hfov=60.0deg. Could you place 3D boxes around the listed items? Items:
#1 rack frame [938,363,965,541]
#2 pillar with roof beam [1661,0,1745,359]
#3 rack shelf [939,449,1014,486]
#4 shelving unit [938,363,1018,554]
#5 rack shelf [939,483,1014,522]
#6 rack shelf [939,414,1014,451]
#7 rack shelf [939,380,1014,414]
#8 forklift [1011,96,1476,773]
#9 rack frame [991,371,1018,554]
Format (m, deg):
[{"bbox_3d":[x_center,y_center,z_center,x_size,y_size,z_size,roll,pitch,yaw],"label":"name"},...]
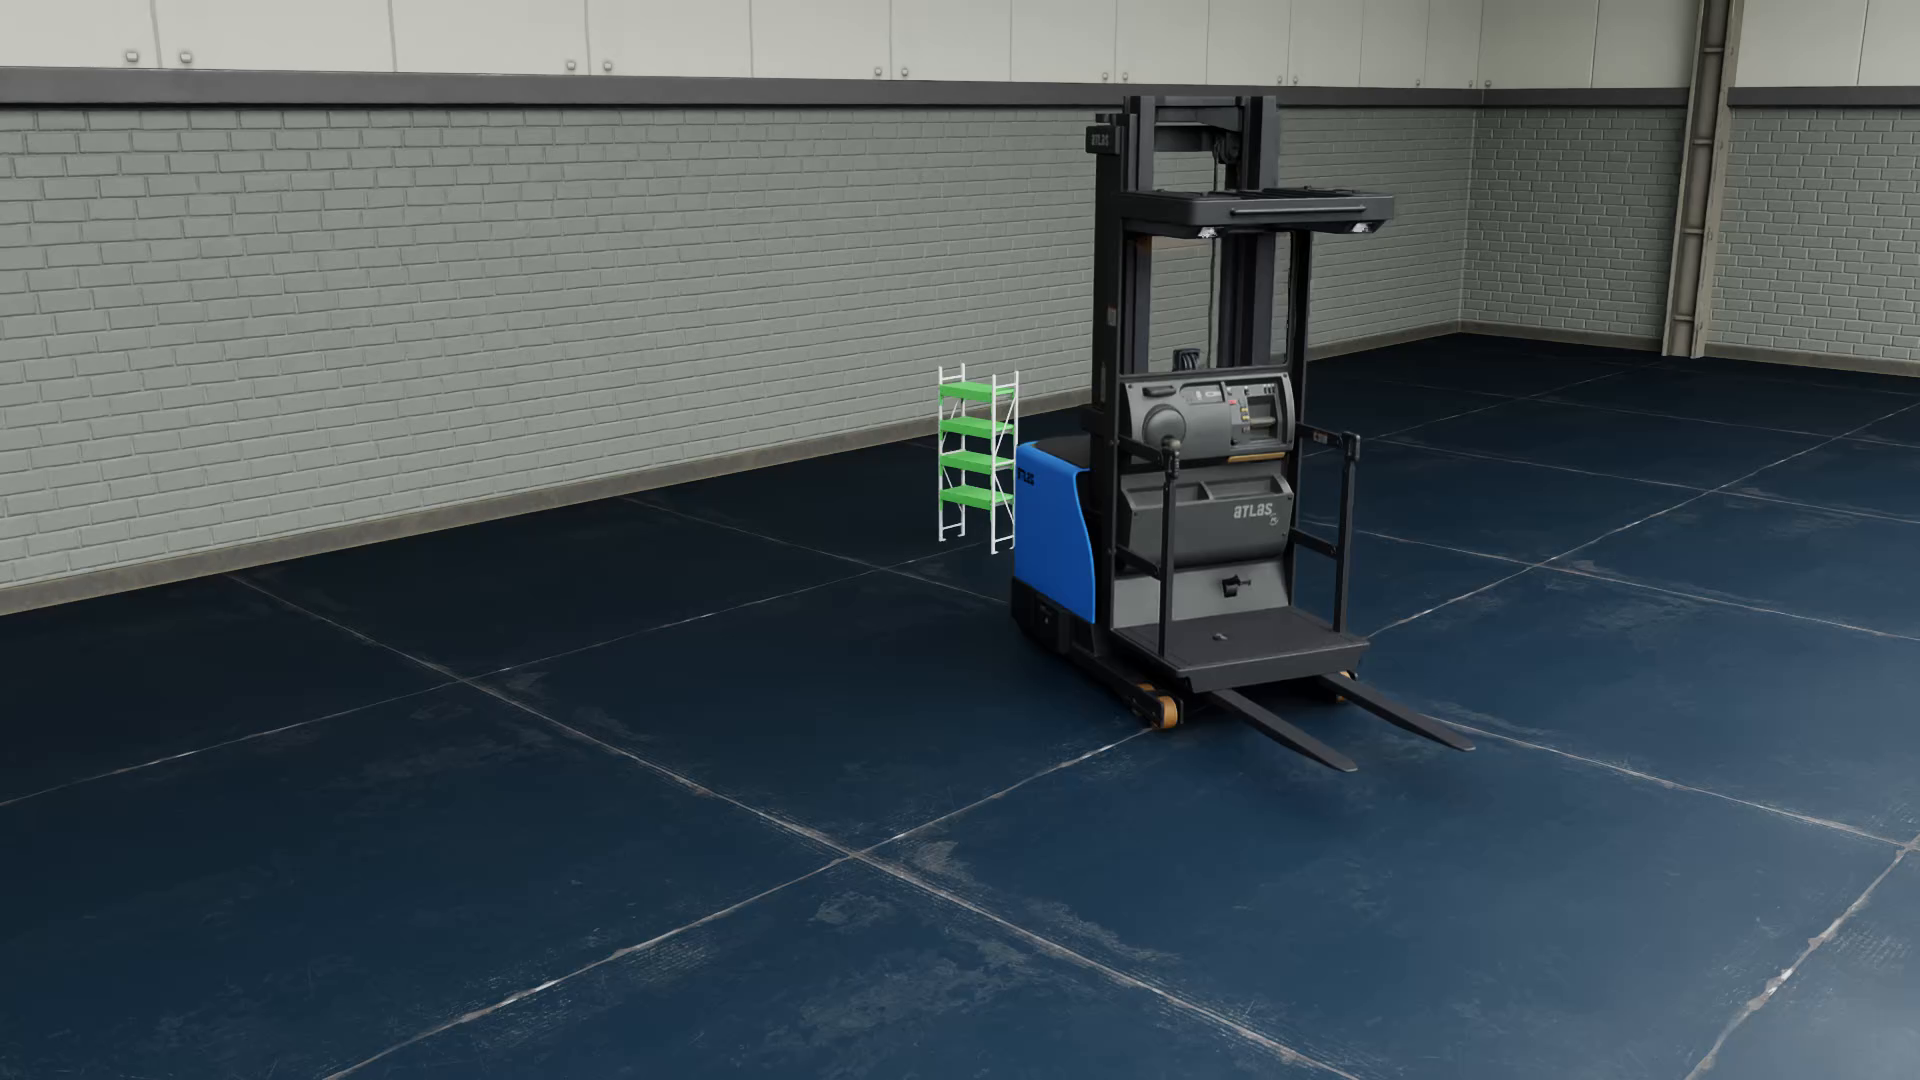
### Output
[{"bbox_3d":[-0.057,-0.594,11.334,0.015,1.200,0.240,14,20,42],"label":"rack frame"},{"bbox_3d":[5.664,-5.781,15.771,0.400,9.000,9.100,14,20,42],"label":"pillar with roof beam"},{"bbox_3d":[0.119,-0.490,11.186,0.480,0.148,0.258,14,20,42],"label":"rack shelf"},{"bbox_3d":[0.119,-0.552,11.170,0.503,1.200,0.258,14,20,42],"label":"shelving unit"},{"bbox_3d":[0.119,-0.258,11.246,0.480,0.148,0.258,14,20,42],"label":"rack shelf"},{"bbox_3d":[0.119,-0.722,11.125,0.480,0.148,0.258,14,20,42],"label":"rack shelf"},{"bbox_3d":[0.119,-0.954,11.065,0.480,0.148,0.258,14,20,42],"label":"rack shelf"},{"bbox_3d":[1.325,-0.630,8.035,1.130,2.935,3.031,-6,16,-22],"label":"forklift"},{"bbox_3d":[0.295,-0.509,11.006,0.015,1.200,0.240,14,20,42],"label":"rack frame"}]
